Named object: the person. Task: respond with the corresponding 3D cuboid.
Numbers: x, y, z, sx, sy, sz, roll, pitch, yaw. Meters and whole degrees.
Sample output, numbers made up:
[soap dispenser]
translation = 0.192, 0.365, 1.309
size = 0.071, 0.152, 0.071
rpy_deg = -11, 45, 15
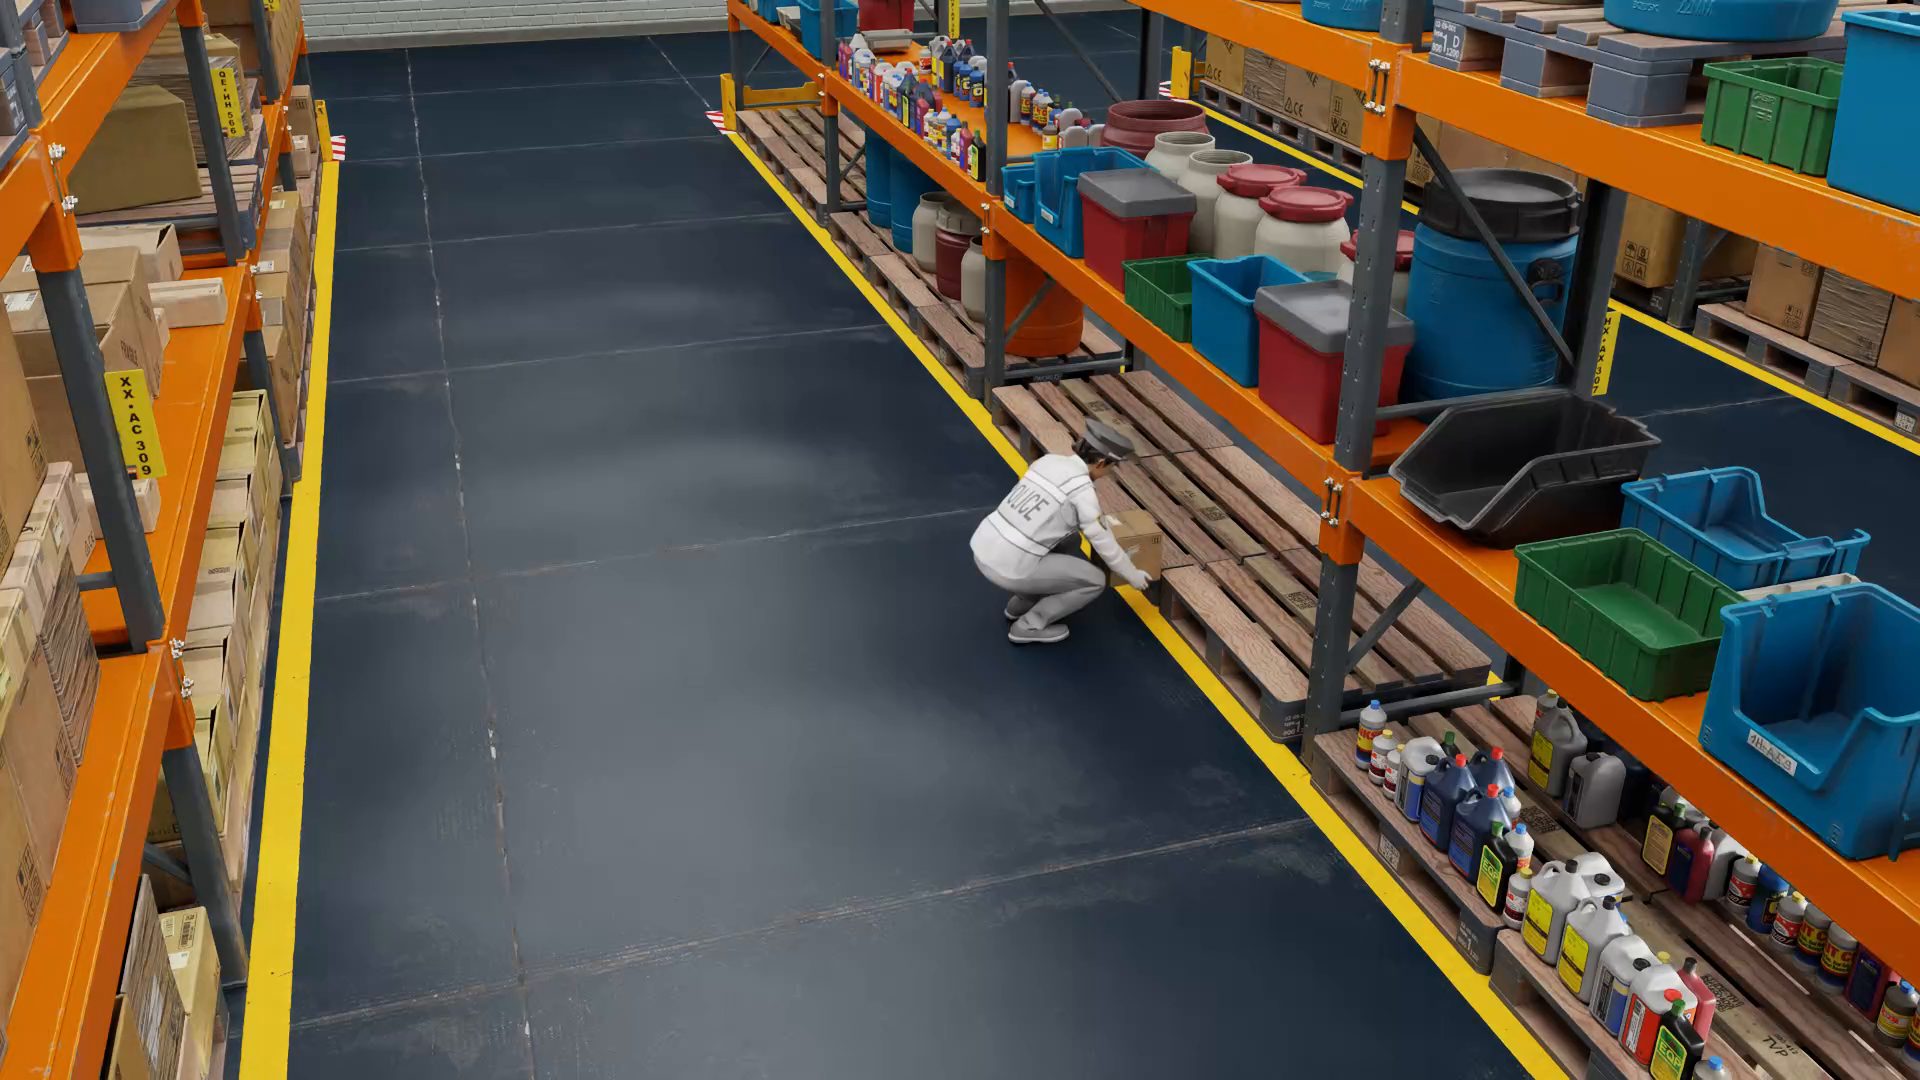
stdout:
[person]
translation = 0.453, -0.045, 7.505
size = 0.819, 0.965, 0.497
rpy_deg = -8, 28, -16
